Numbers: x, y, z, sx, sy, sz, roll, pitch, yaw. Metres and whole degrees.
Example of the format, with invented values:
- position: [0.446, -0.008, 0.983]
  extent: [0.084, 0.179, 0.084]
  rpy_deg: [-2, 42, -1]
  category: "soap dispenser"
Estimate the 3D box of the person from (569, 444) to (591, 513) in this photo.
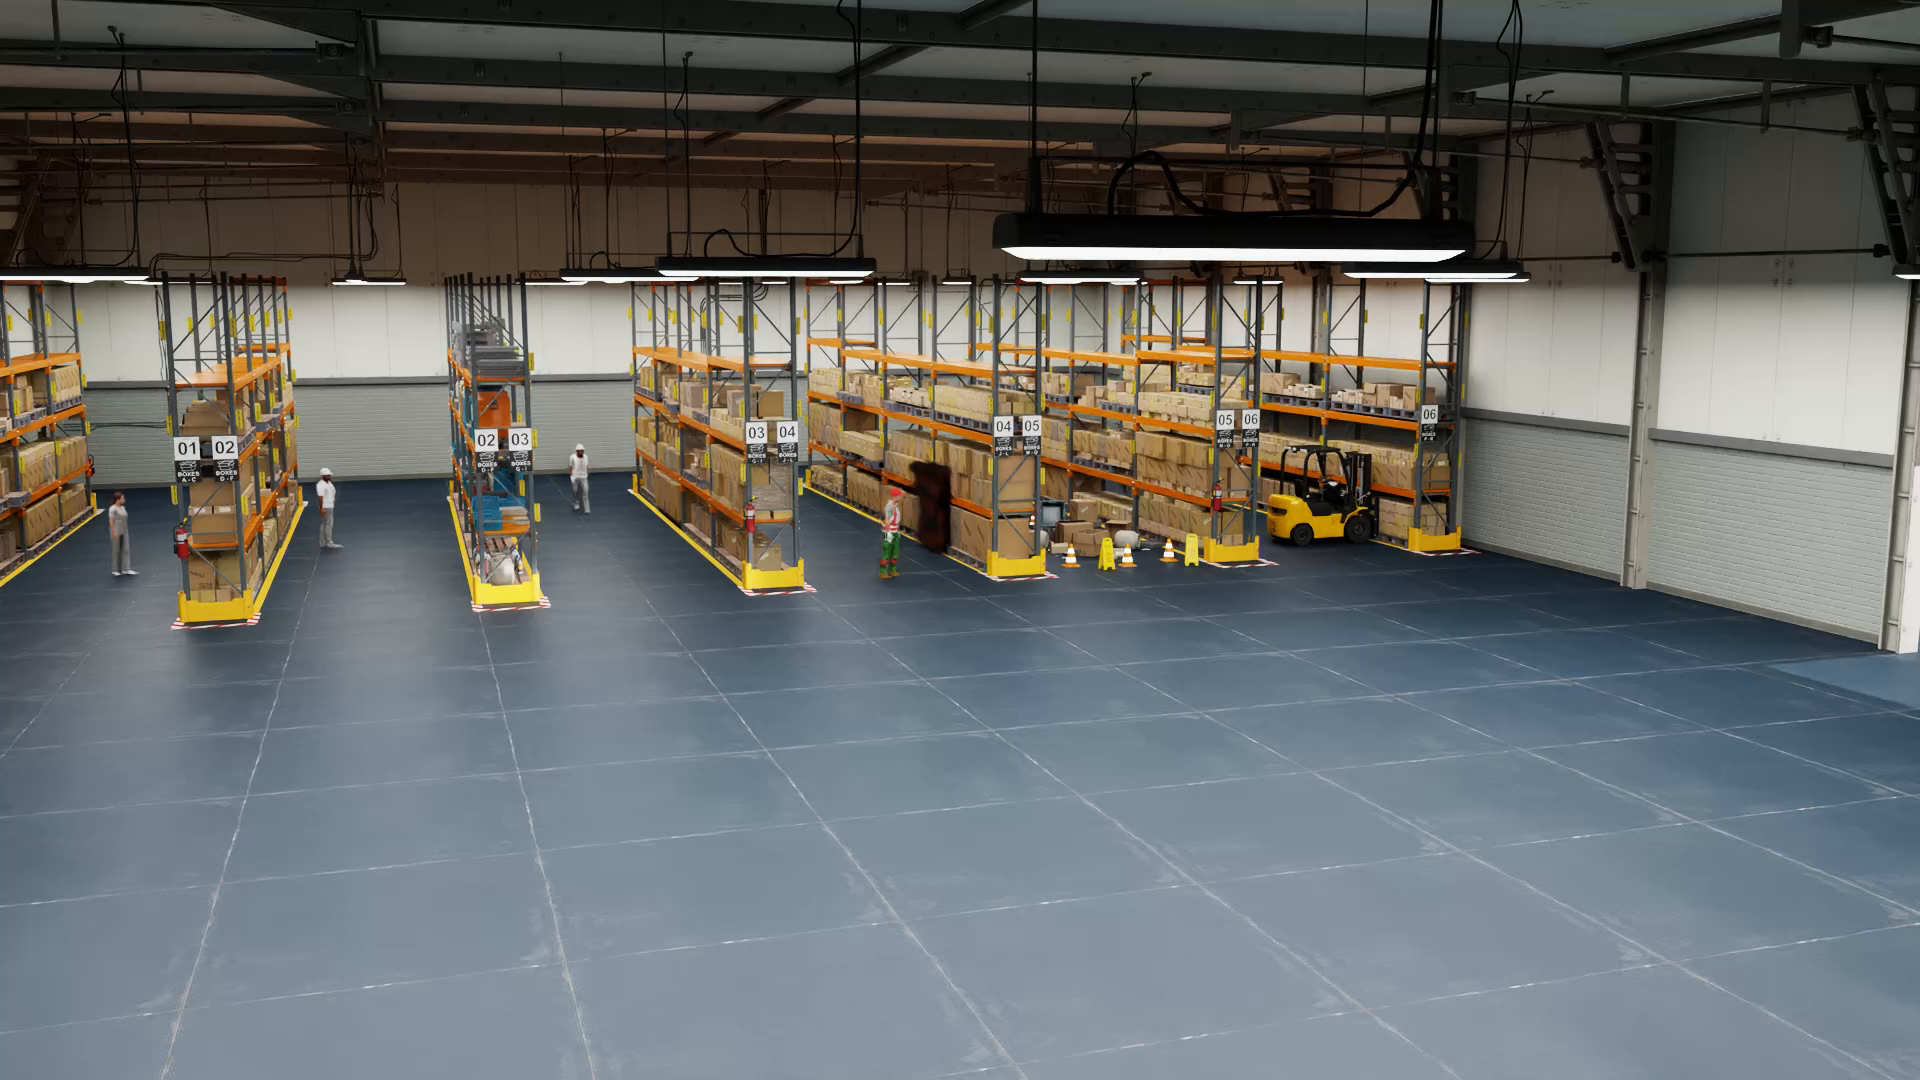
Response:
- position: [-9.778, -1.596, 42.745]
  extent: [0.536, 1.739, 0.972]
  rpy_deg: [-3, 9, -21]
  category: "person"

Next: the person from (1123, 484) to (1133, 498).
- position: [4.701, -2.023, 45.977]
  extent: [0.466, 1.651, 0.808]
  rpy_deg: [1, 9, 6]
  category: "person"

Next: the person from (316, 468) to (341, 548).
- position: [-14.085, -0.728, 37.040]
  extent: [0.454, 1.771, 0.581]
  rpy_deg: [-3, 9, -20]
  category: "person"

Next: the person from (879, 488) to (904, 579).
- position: [-1.344, -0.139, 33.122]
  extent: [0.458, 1.791, 0.619]
  rpy_deg: [3, 9, 20]
  category: "person"

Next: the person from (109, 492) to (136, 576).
- position: [-16.856, -0.122, 33.347]
  extent: [0.415, 1.684, 0.482]
  rpy_deg: [4, 9, 25]
  category: "person"
